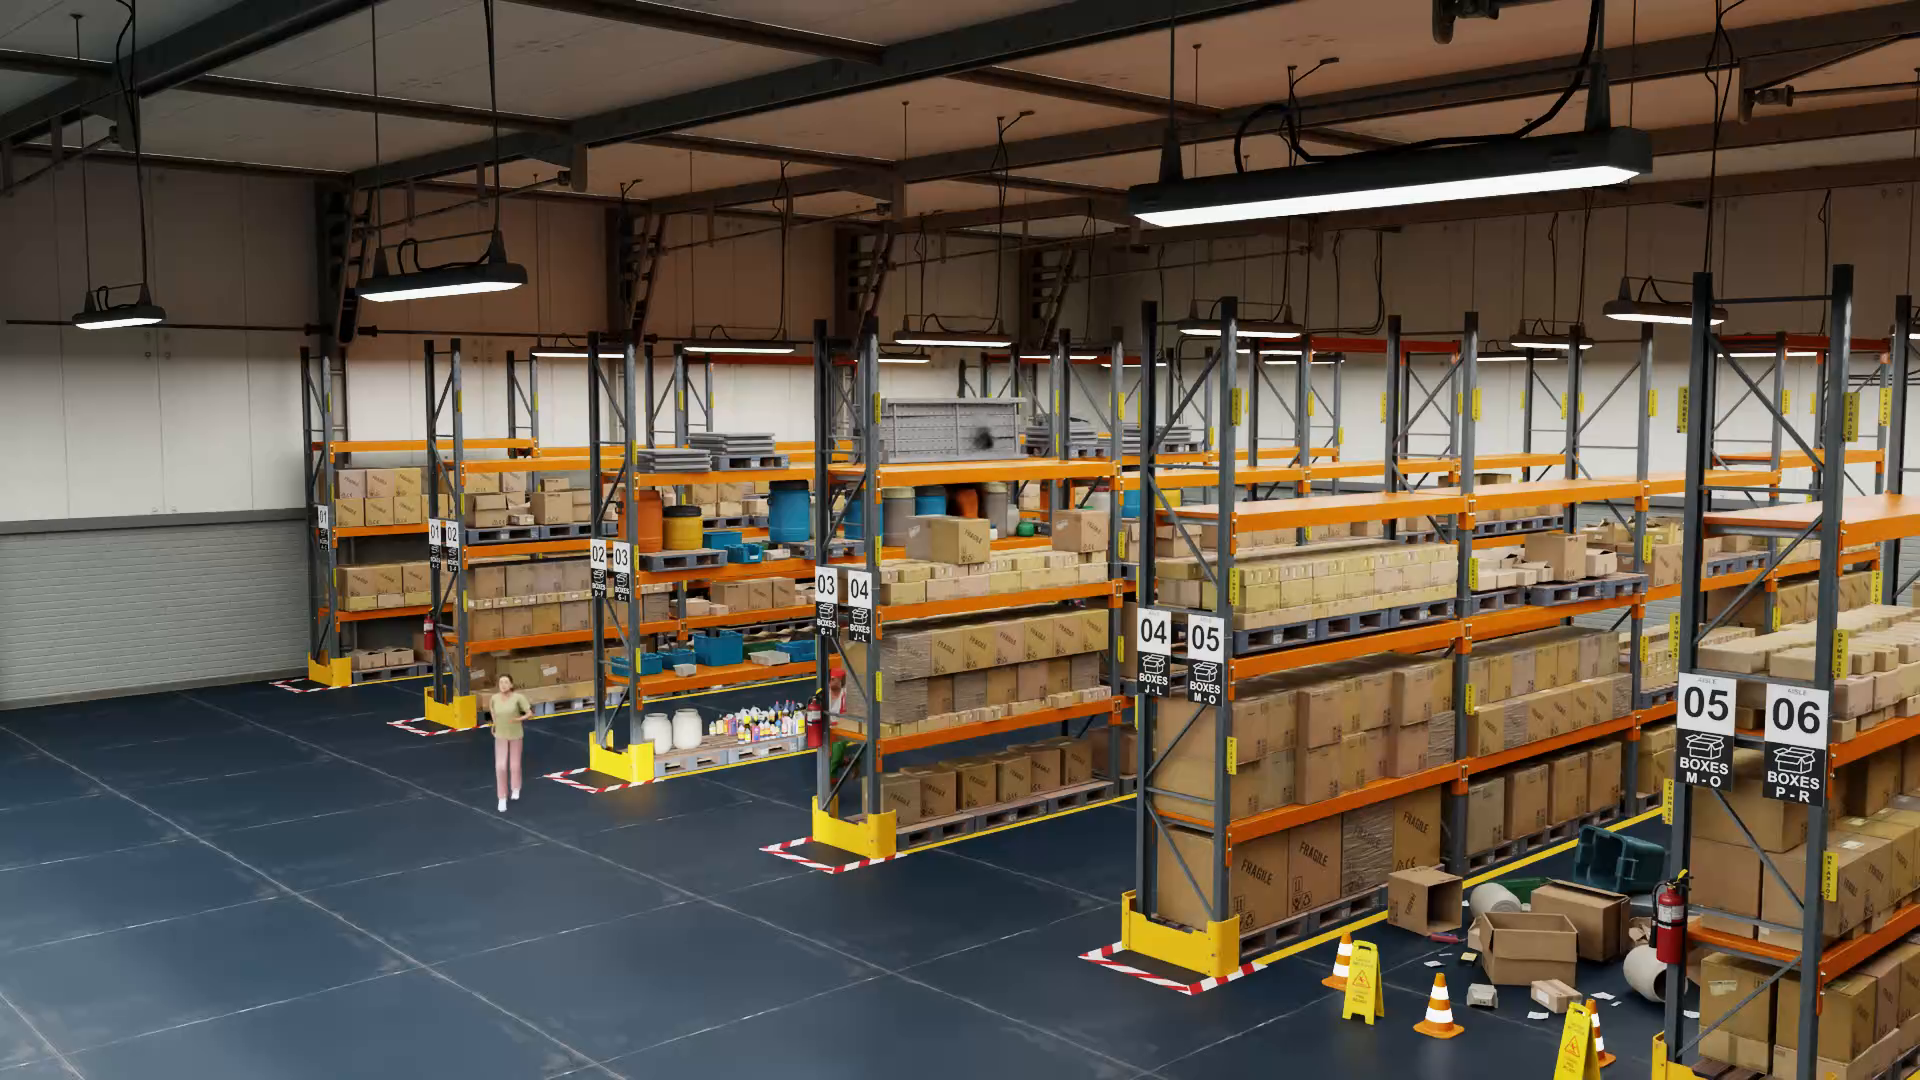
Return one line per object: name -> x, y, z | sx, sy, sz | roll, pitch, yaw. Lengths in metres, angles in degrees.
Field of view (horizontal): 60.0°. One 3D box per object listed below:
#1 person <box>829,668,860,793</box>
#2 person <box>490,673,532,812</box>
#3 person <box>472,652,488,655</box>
person -> -1.508, 2.460, 21.084 | 0.662, 1.759, 0.895 | 3, 6, 30
person -> -5.627, 2.510, 20.856 | 0.559, 1.716, 0.737 | 0, 5, -5
person -> -8.193, 1.899, 28.420 | 0.538, 1.557, 0.548 | 2, 6, 25
